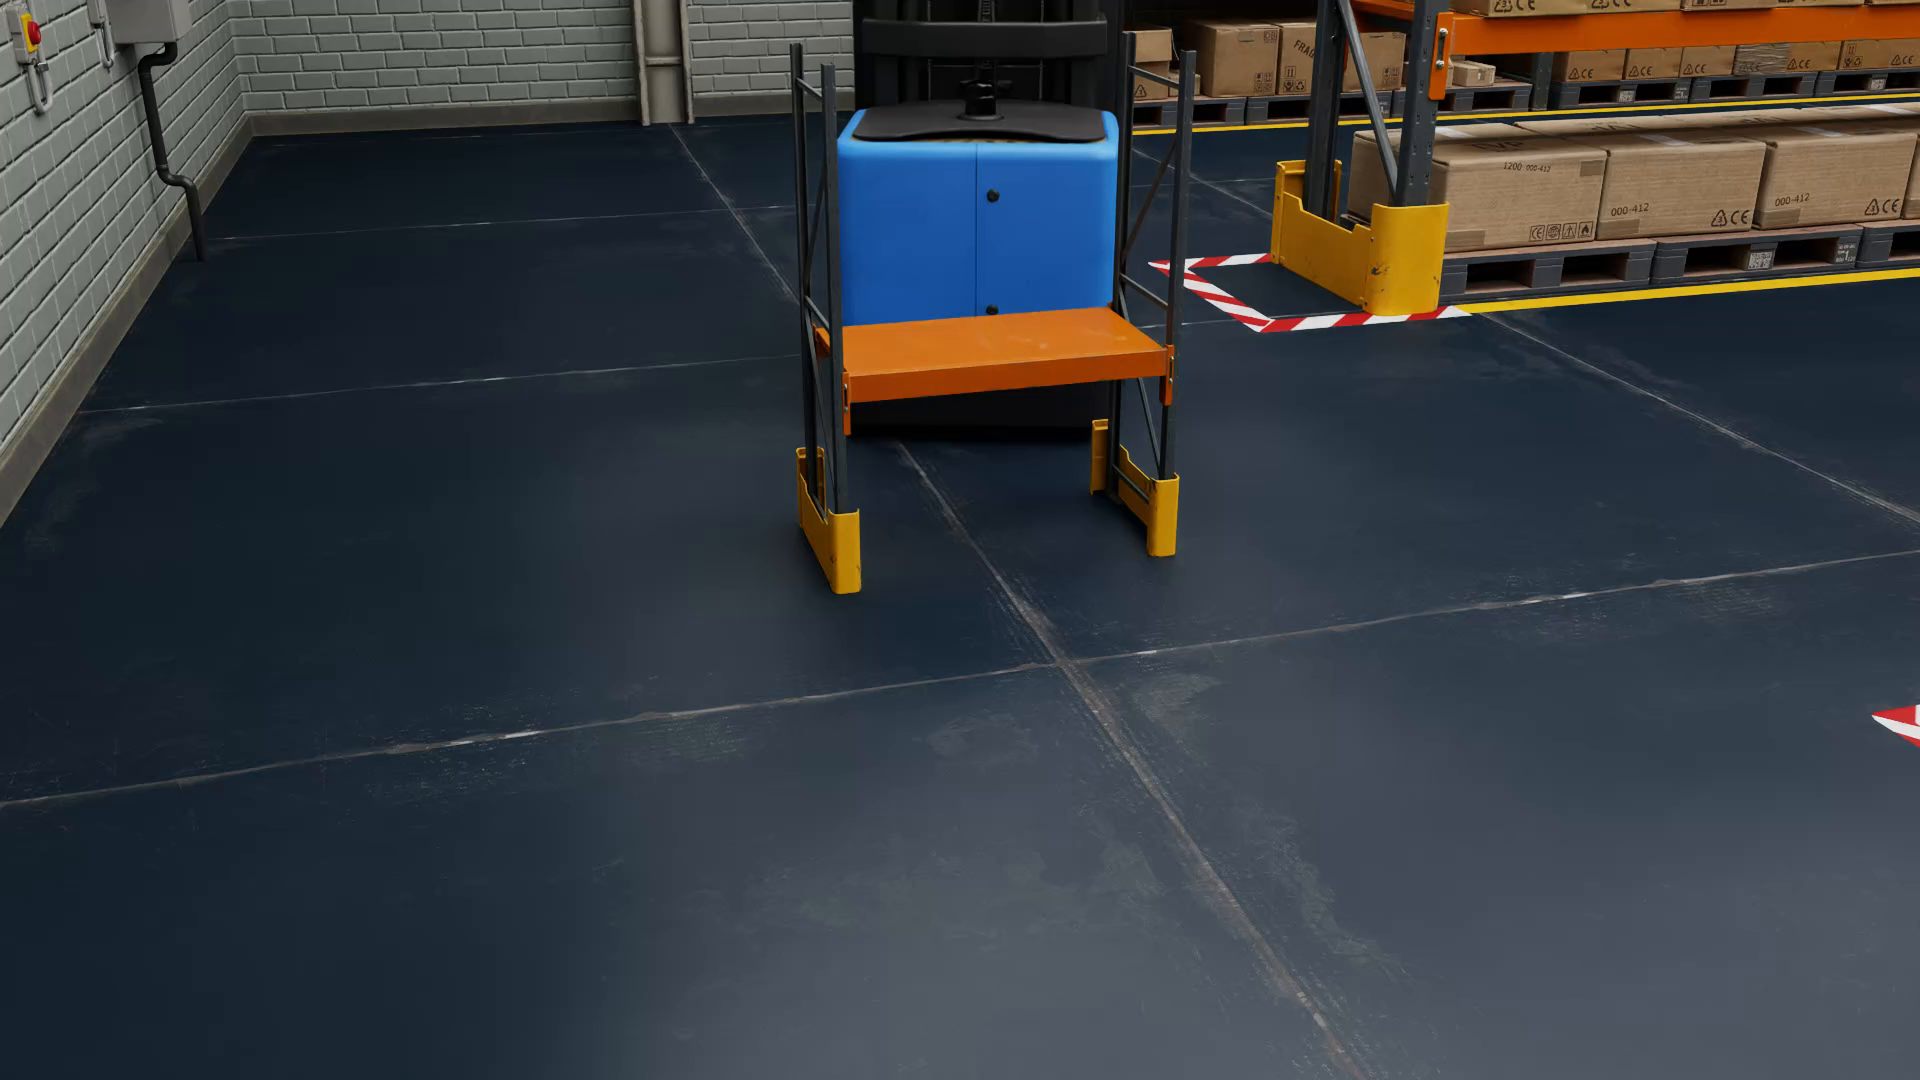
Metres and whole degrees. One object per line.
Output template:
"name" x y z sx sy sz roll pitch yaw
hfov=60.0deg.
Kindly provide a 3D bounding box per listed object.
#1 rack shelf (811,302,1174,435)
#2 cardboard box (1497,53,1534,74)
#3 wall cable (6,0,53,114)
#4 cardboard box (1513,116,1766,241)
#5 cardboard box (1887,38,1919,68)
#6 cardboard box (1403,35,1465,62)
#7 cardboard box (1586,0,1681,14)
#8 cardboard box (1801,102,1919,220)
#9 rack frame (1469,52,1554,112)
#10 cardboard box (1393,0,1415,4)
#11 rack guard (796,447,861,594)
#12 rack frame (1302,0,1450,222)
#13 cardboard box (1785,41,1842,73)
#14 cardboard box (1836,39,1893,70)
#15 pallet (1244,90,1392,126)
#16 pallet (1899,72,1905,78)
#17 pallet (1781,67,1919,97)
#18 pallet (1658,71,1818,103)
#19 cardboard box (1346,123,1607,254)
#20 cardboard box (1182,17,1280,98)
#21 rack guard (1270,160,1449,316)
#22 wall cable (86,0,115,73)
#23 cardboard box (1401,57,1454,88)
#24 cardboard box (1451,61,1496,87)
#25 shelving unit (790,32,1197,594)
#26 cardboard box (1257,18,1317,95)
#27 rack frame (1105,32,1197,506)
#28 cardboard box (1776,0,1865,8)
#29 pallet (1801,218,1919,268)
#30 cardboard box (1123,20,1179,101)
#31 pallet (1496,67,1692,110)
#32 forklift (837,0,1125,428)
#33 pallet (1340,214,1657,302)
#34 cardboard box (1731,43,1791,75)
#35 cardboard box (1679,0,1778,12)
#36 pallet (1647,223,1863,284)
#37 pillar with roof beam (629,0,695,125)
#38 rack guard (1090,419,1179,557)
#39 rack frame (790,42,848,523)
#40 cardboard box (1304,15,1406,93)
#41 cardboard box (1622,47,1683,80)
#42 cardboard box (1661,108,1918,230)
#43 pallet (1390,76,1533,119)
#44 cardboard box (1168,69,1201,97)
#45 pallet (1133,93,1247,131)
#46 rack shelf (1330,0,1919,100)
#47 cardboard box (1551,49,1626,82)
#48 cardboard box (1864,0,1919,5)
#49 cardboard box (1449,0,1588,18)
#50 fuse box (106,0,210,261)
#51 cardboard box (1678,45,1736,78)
"rack shelf" 0.082 -0.533 5.046 1.000 0.185 0.538 -6 24 -14
"cardboard box" 4.839 -4.162 13.783 0.500 0.500 0.500 -6 24 -15
"wall cable" -3.484 -2.515 5.978 0.123 1.953 0.585 -6 24 -14
"cardboard box" 3.426 -1.867 8.514 0.875 0.438 0.875 -6 24 -13
"cardboard box" 7.948 -4.297 14.097 0.500 0.500 0.500 -6 24 -13
"cardboard box" 3.746 -3.930 13.481 0.500 0.311 0.500 -5 24 -12
"cardboard box" 2.958 -2.695 7.601 0.500 0.500 0.500 -7 24 -15
"cardboard box" 5.157 -2.058 8.960 0.875 0.438 0.875 -7 24 -15
"rack frame" 4.446 -4.953 12.989 0.127 3.000 1.000 -6 24 -14
"cardboard box" 2.332 -2.841 7.939 0.500 0.500 0.500 -6 24 -14
"rack guard" -0.406 -0.070 5.096 0.087 0.250 0.587 -6 24 -14
"rack frame" 1.939 -2.643 7.605 0.127 3.000 1.000 -6 24 -14
"cardboard box" 6.960 -4.191 13.850 0.500 0.500 0.500 -5 24 -12
"cardboard box" 7.463 -4.247 13.982 0.500 0.500 0.500 -7 24 -15
"pallet" 2.607 -3.467 13.063 1.213 0.211 1.003 -6 24 -14
"pallet" 9.100 -4.170 14.702 1.213 0.211 1.003 -6 24 -14
"pallet" 7.568 -4.032 14.380 1.213 0.211 1.003 -6 24 -14
"pallet" 6.395 -3.904 14.080 1.213 0.211 1.003 -6 24 -14
"cardboard box" 2.547 -1.767 8.280 0.875 0.438 0.875 -7 24 -16
"cardboard box" 2.042 -3.677 12.652 0.500 0.500 0.700 -5 24 -12
"rack guard" 1.916 -1.491 8.092 0.348 0.500 1.175 -6 24 -14
"wall cable" -3.878 -3.037 7.236 0.122 1.984 0.588 -6 24 -14
"cardboard box" 3.645 -3.681 12.959 0.258 0.266 0.396 -5 24 -12
"cardboard box" 3.989 -3.665 13.070 0.250 0.149 0.380 -7 24 -16
"shelving unit" 0.073 -0.697 4.973 1.083 1.500 0.587 -6 24 -14
"cardboard box" 2.578 -3.695 12.695 0.500 0.500 0.500 -6 24 -13
"rack frame" 0.572 -0.752 5.102 0.032 1.500 0.500 -6 24 -14
"cardboard box" 3.930 -2.802 7.850 0.500 0.500 0.500 -6 24 -13
"pallet" 5.037 -1.736 9.028 1.213 0.211 1.003 -6 24 -14
"cardboard box" 1.209 -3.602 12.473 0.637 0.503 0.797 -7 24 -16
"pallet" 5.219 -3.772 13.774 1.213 0.211 1.003 -6 24 -14
"forklift" 0.125 -2.291 6.872 1.130 2.935 3.031 1 23 2
"pallet" 2.688 -1.476 8.423 1.213 0.211 1.003 -6 24 -14
"cardboard box" 6.465 -4.128 13.704 0.500 0.500 0.500 -7 24 -16
"cardboard box" 3.453 -2.743 7.711 0.500 0.500 0.500 -6 24 -15
"pallet" 3.860 -1.605 8.722 1.213 0.211 1.003 -6 24 -14
"pillar with roof beam" -1.082 -5.704 7.132 0.400 9.000 9.100 -6 24 -14
"rack guard" 0.553 -0.176 5.343 0.087 0.250 0.587 -6 24 -14
"rack frame" -0.407 -0.644 4.849 0.032 1.500 0.500 -6 24 -14
"cardboard box" 3.042 -3.787 12.910 0.500 0.500 0.700 -7 24 -16
"cardboard box" 5.482 -4.024 13.461 0.500 0.500 0.500 -7 24 -15
"cardboard box" 4.295 -1.963 8.737 0.875 0.438 0.875 -7 24 -16
"pallet" 3.784 -3.599 13.369 1.213 0.211 1.003 -6 24 -14
"cardboard box" 1.628 -3.469 12.614 0.250 0.149 0.380 -7 24 -16
"pallet" 1.435 -3.339 12.764 1.213 0.211 1.003 -6 24 -14
"rack shelf" 3.864 -2.525 8.243 4.000 0.370 1.077 -6 24 -14
"cardboard box" 4.972 -3.963 13.320 0.500 0.500 0.500 -5 24 -12
"cardboard box" 4.439 -2.852 7.967 0.500 0.500 0.500 -7 24 -15
"cardboard box" 2.479 -2.631 7.450 0.500 0.500 0.500 -7 24 -15
"fuse box" -3.911 -2.254 8.334 0.414 1.711 0.539 -6 24 -14
"cardboard box" 5.964 -4.075 13.581 0.500 0.500 0.500 -7 24 -16
